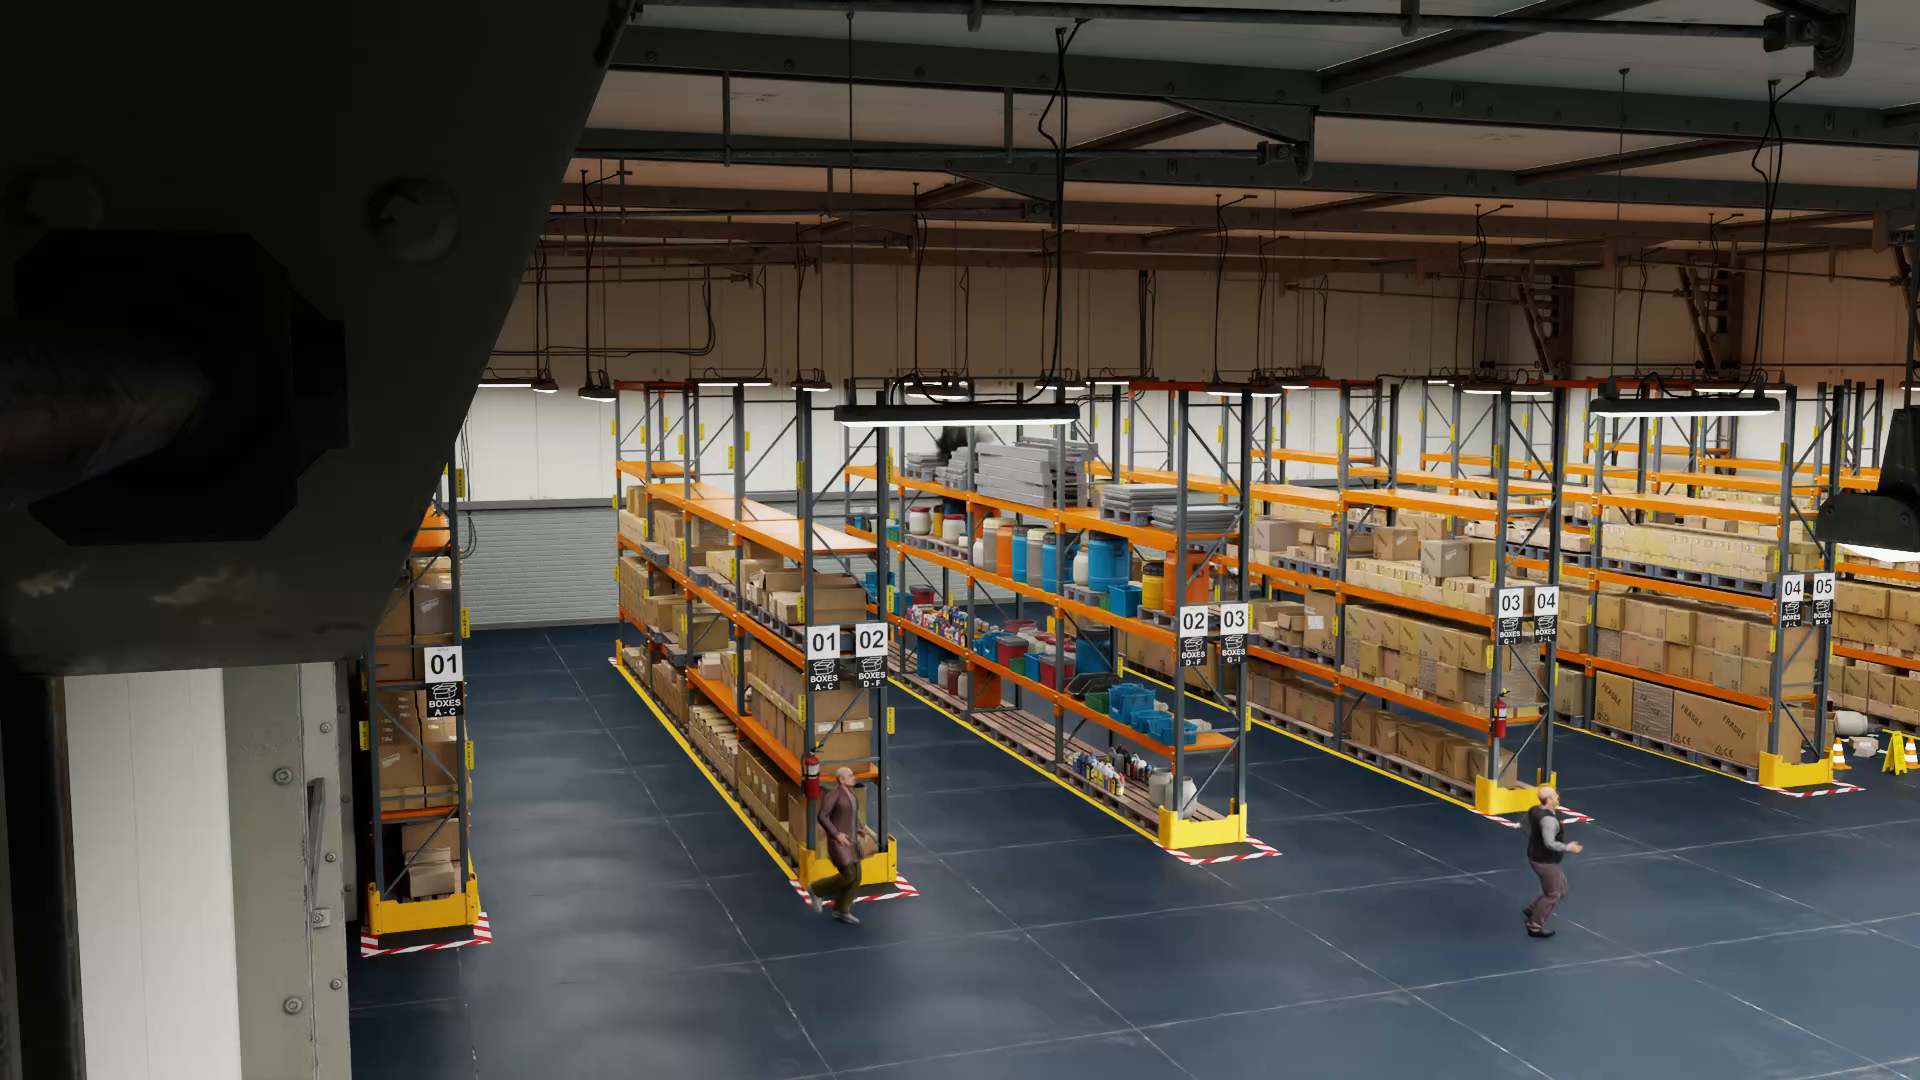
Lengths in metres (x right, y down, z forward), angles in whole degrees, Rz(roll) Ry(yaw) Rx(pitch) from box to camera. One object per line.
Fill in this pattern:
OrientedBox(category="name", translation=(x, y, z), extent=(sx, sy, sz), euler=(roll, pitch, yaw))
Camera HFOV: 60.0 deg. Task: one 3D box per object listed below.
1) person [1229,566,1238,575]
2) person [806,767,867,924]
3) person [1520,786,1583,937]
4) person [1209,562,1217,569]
OrientedBox(category="person", translation=(6.896, 1.154, 41.135), extent=(0.910, 1.825, 0.733), euler=(-3, 7, -26))
OrientedBox(category="person", translation=(-1.381, 3.474, 19.088), extent=(0.647, 1.756, 0.735), euler=(2, 6, 20))
OrientedBox(category="person", translation=(6.549, 3.587, 18.409), extent=(0.569, 1.608, 0.668), euler=(0, 6, 4))
OrientedBox(category="person", translation=(5.797, 1.346, 38.990), extent=(0.764, 1.713, 0.641), euler=(1, 6, 5))
